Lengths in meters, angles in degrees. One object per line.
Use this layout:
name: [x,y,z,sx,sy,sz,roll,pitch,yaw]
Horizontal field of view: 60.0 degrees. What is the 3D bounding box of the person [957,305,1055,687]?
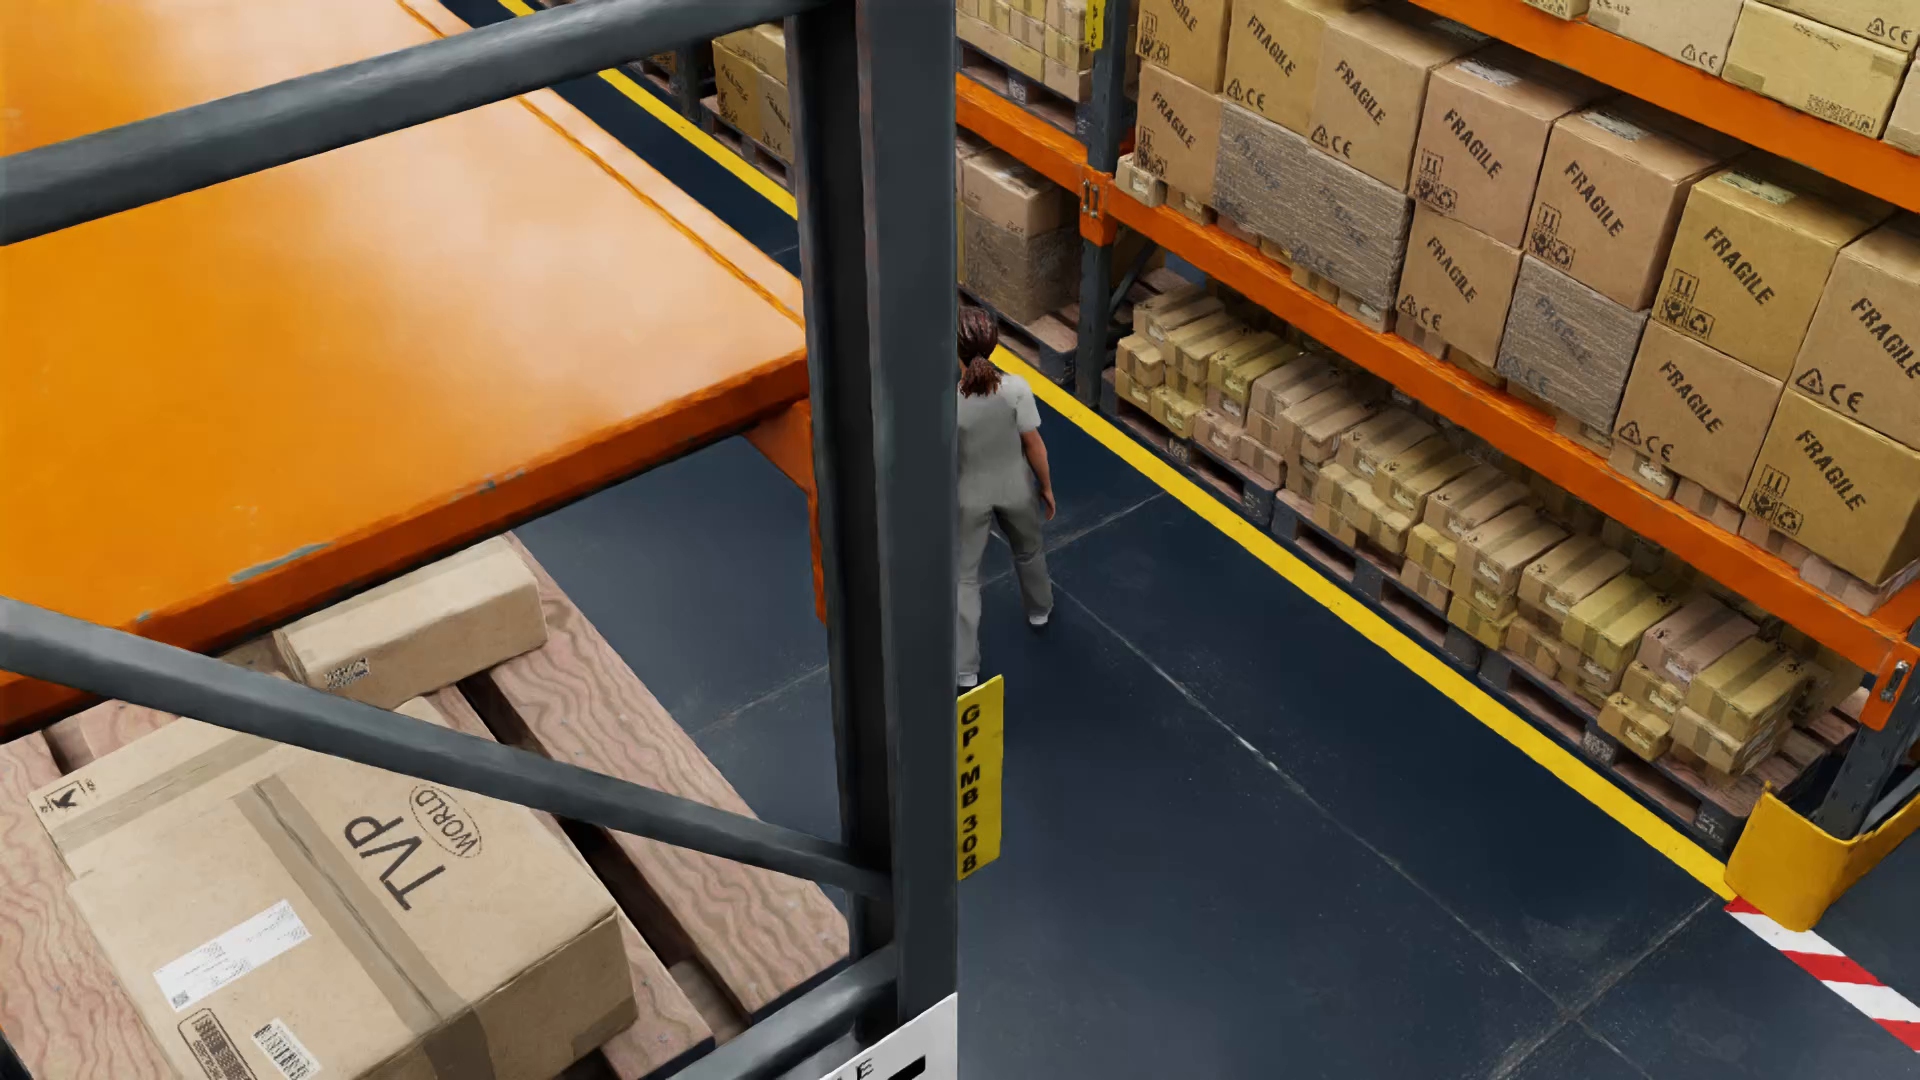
person: [0.138,-0.217,6.645,0.629,1.663,0.618,-7,41,-8]
